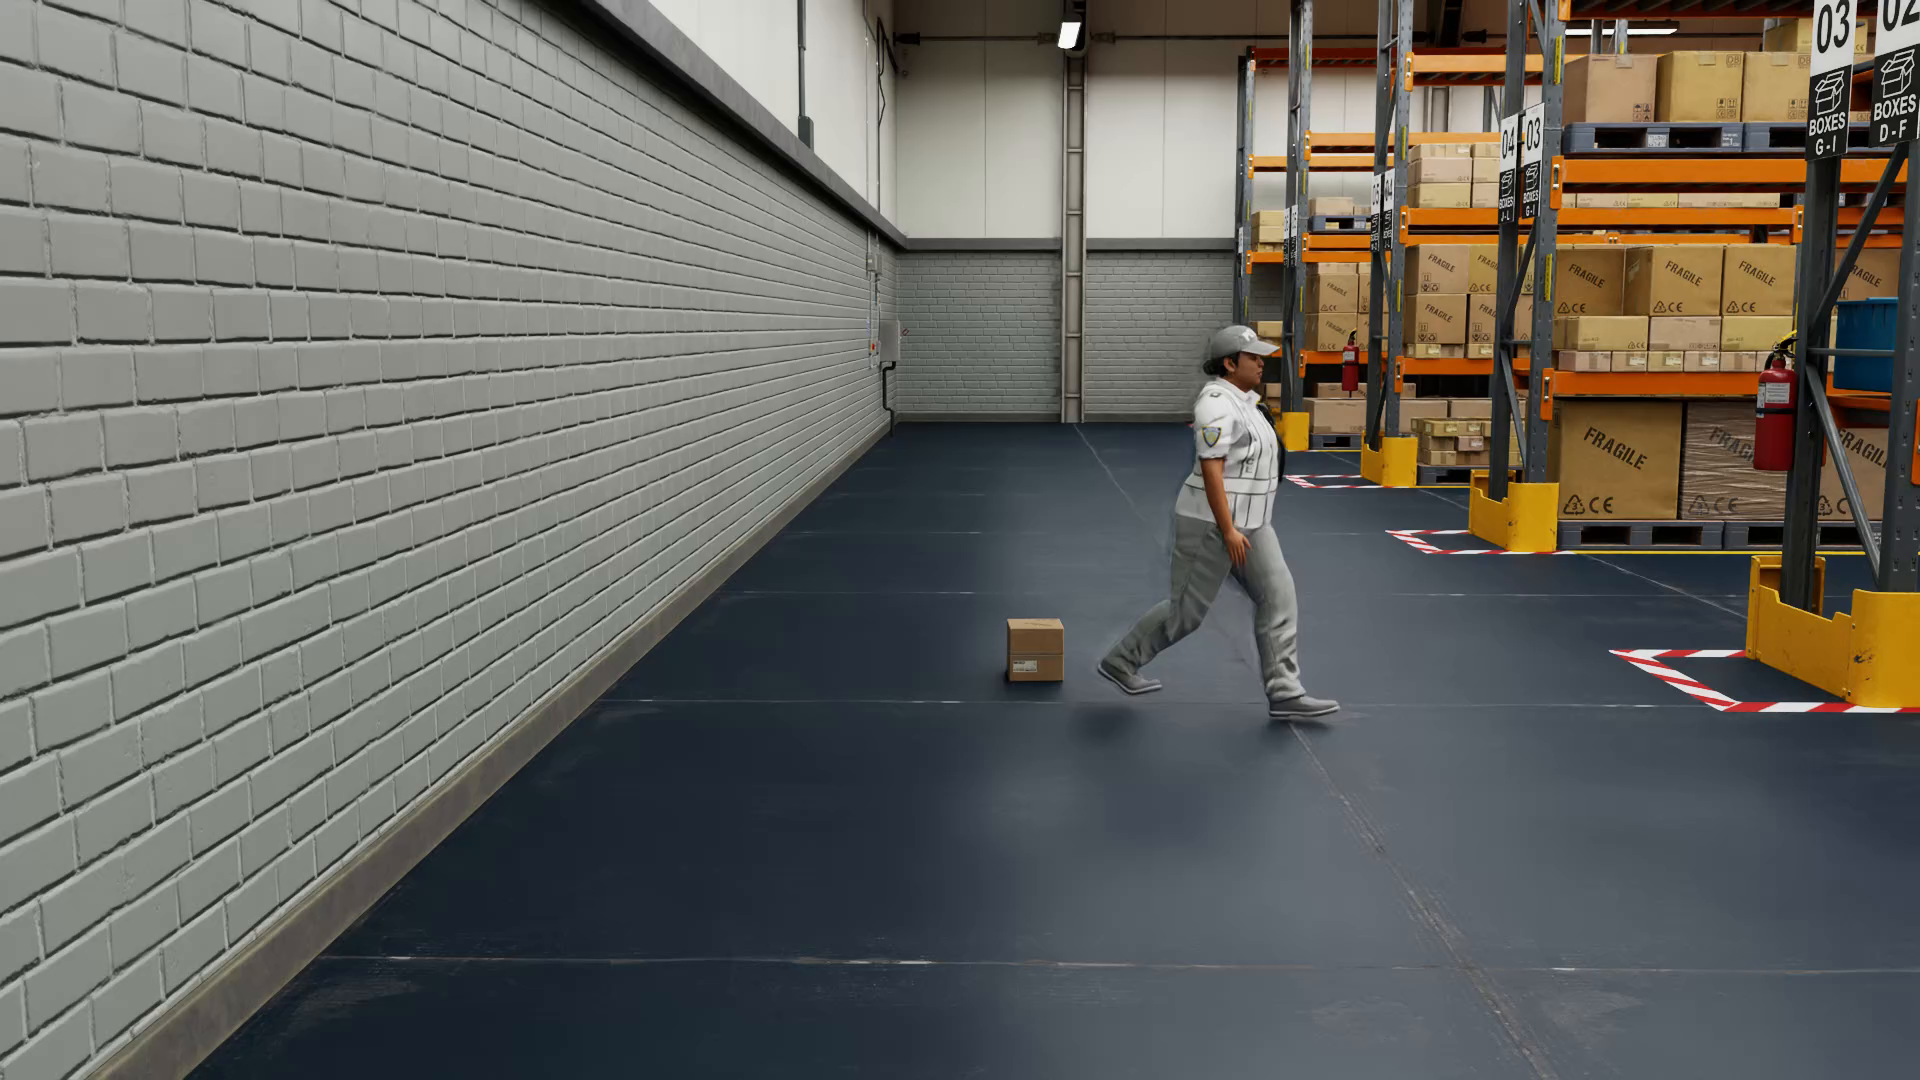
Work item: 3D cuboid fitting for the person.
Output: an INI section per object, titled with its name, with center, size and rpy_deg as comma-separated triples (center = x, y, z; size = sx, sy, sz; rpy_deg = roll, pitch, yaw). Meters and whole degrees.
[person]
center = 1.078, -0.076, 6.892
size = 1.012, 1.616, 0.479
rpy_deg = 5, 9, 32
